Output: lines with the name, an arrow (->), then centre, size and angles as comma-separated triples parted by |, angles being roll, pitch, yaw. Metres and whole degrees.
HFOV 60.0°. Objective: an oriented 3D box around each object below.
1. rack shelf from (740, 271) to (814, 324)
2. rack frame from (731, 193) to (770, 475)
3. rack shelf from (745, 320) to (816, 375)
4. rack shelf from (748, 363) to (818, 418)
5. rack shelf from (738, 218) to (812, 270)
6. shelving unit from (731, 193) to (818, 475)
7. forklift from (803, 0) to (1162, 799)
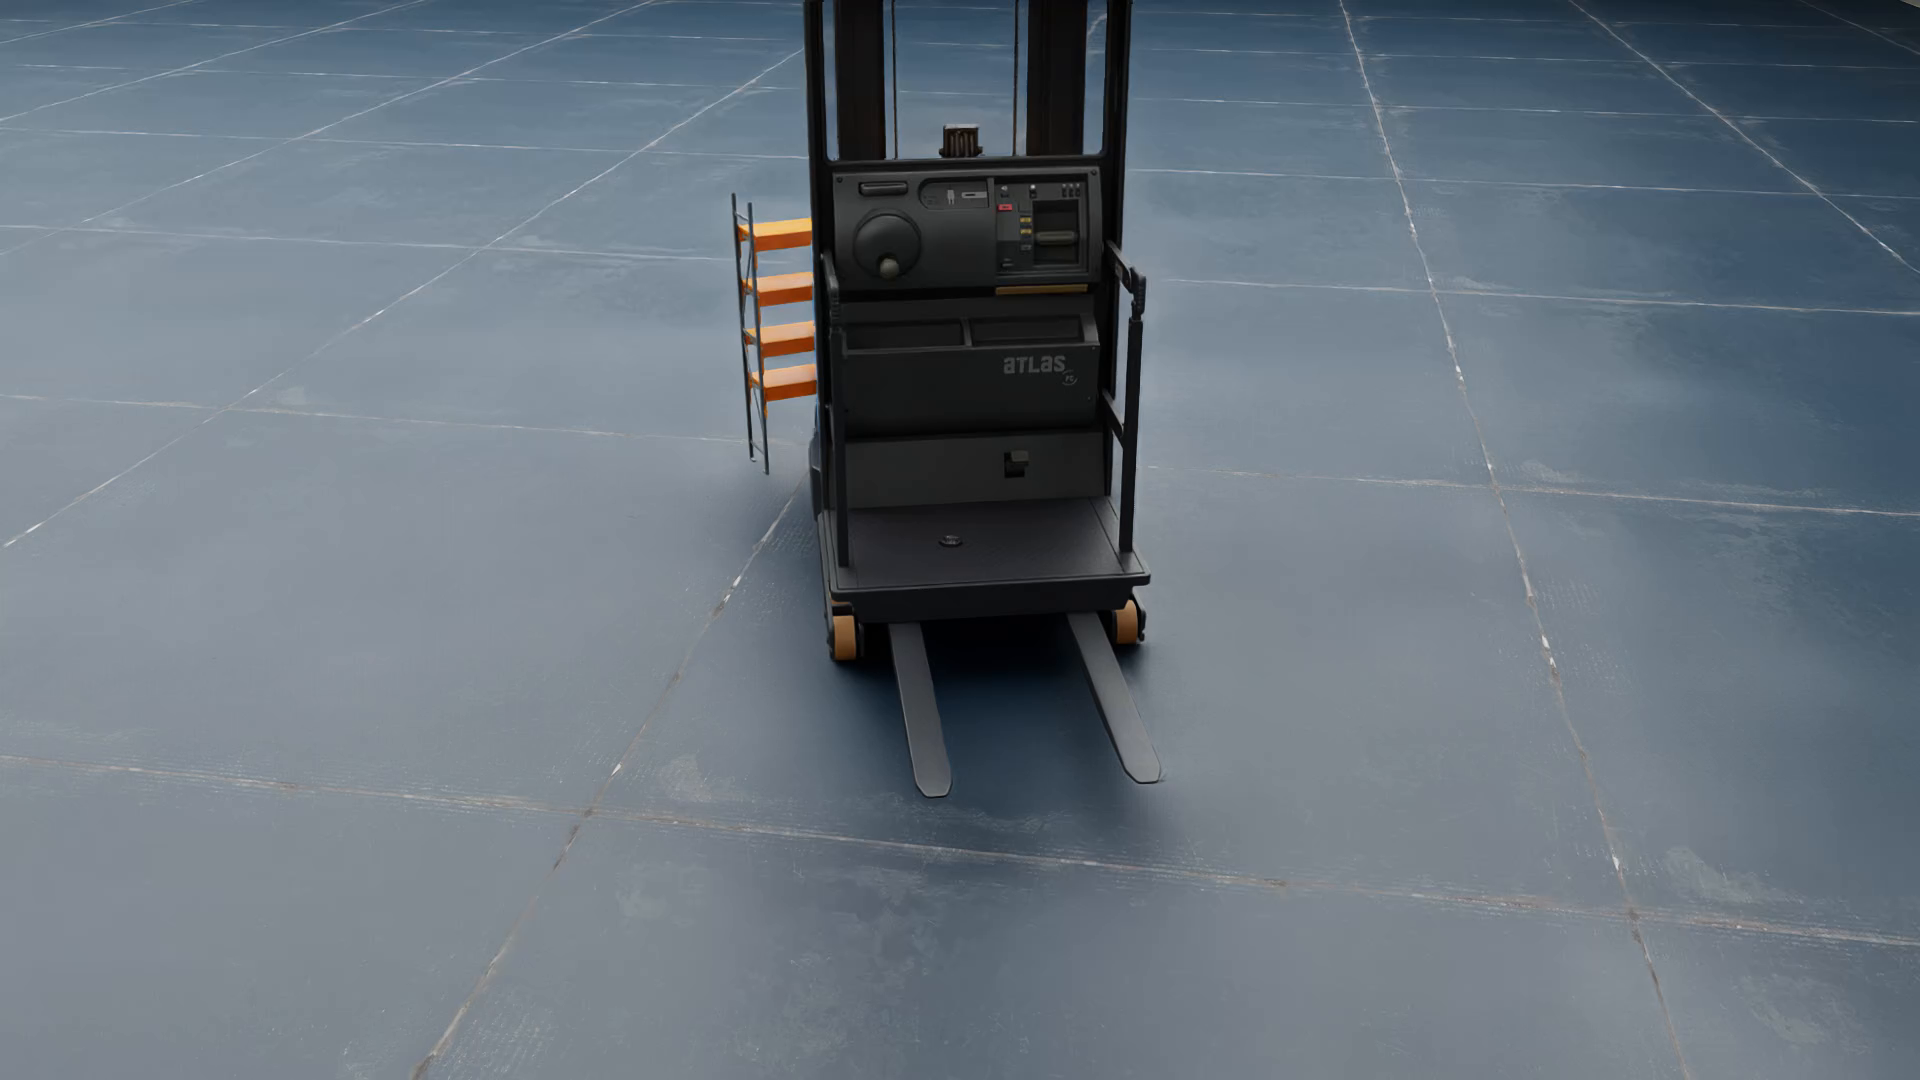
rack shelf -> -0.690, -1.071, 7.242 | 0.480, 0.148, 0.258 | -11, 25, -22
rack frame -> -0.908, -0.884, 7.209 | 0.015, 1.200, 0.240 | -11, 25, -22
rack shelf -> -0.686, -0.865, 7.329 | 0.480, 0.148, 0.258 | -11, 25, -22
rack shelf -> -0.682, -0.682, 7.406 | 0.480, 0.148, 0.258 | -11, 25, -22
rack shelf -> -0.694, -1.289, 7.150 | 0.480, 0.148, 0.258 | -11, 25, -22
shelving unit -> -0.687, -0.927, 7.303 | 0.503, 1.200, 0.258 | -11, 25, -22
forklift -> 0.057, -1.056, 5.549 | 1.130, 2.935, 3.031 | -3, 25, -6
